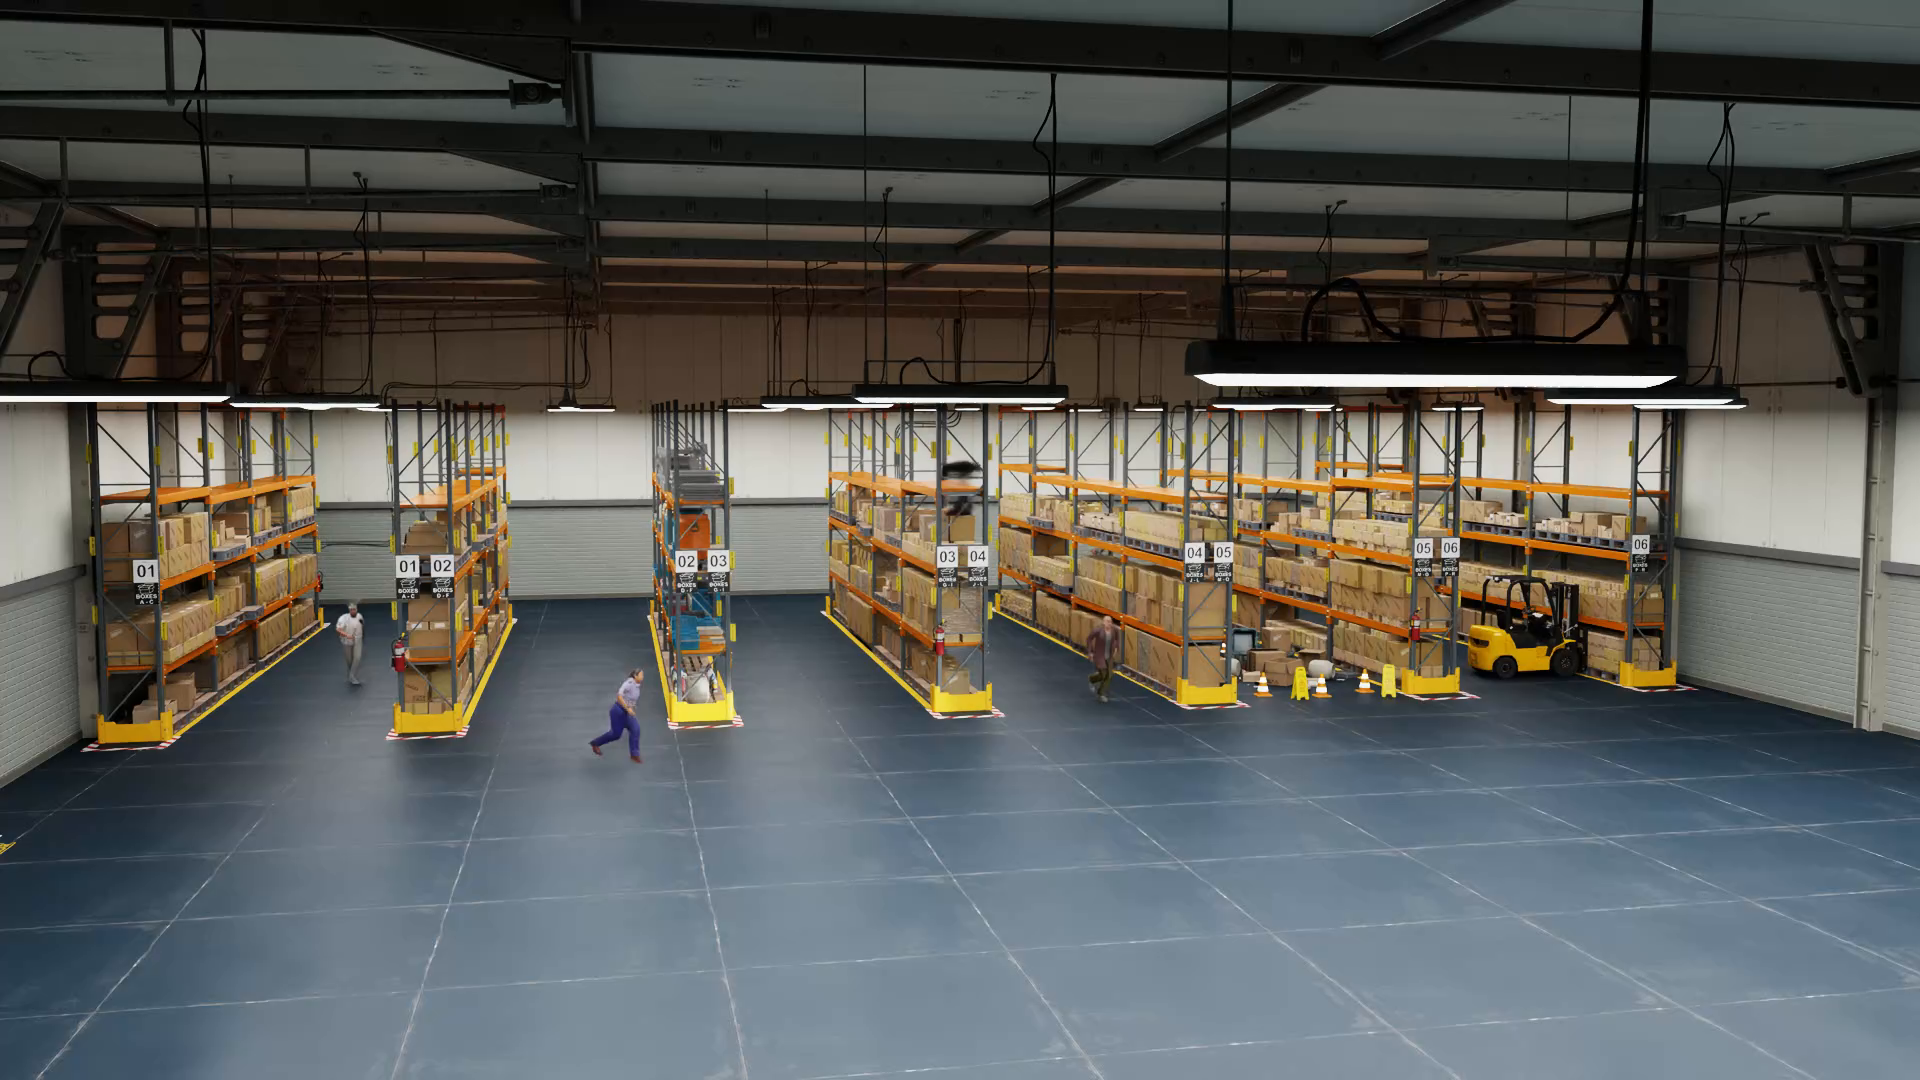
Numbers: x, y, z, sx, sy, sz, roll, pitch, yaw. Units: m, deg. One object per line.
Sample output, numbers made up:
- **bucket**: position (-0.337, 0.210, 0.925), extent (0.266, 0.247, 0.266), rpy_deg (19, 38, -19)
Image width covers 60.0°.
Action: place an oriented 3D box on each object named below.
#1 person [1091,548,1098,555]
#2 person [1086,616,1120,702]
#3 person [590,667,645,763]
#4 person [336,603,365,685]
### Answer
- **person**: position (4.164, 1.052, 50.968), extent (0.858, 1.634, 0.586), rpy_deg (-1, 5, -18)
- **person**: position (2.862, 2.356, 33.434), extent (0.686, 1.718, 0.759), rpy_deg (-3, 5, -31)
- **person**: position (-5.646, 2.893, 27.437), extent (0.955, 1.613, 0.626), rpy_deg (0, 4, 6)
- **person**: position (-12.997, 2.180, 35.483), extent (0.638, 1.741, 0.845), rpy_deg (-3, 5, -31)
